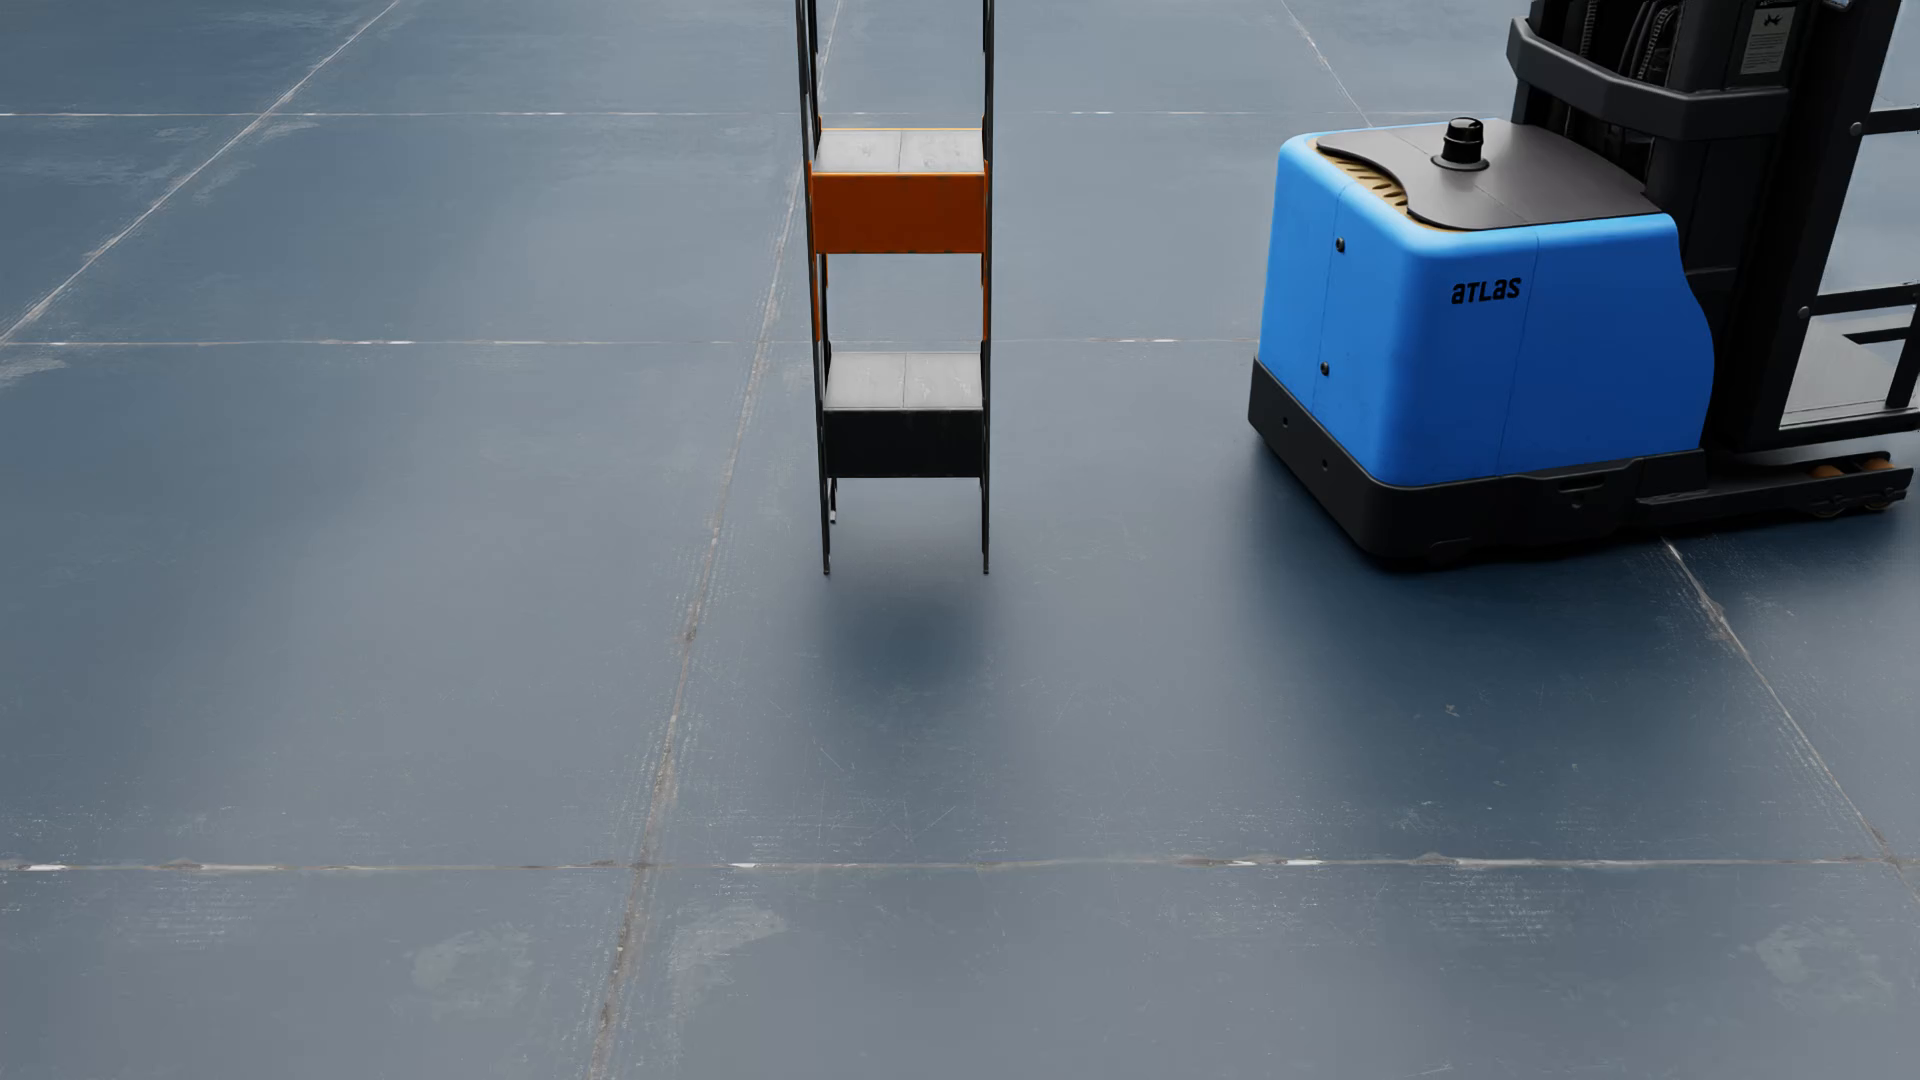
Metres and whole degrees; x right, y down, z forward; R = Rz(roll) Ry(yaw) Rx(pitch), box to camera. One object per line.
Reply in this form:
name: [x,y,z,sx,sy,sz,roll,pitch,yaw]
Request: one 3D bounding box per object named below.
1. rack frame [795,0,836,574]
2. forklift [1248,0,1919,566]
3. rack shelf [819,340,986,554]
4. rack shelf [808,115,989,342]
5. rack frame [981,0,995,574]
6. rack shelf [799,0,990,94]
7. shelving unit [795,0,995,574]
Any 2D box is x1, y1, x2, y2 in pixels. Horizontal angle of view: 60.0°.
rack frame: [-0.410,-0.896,4.703,0.015,2.100,0.400,0,31,0]
forklift: [2.579,-1.582,5.032,3.031,2.935,1.130,-8,32,-12]
rack shelf: [-0.166,-0.287,5.075,0.480,0.518,0.431,0,31,0]
rack shelf: [-0.166,-0.886,4.712,0.480,0.518,0.431,0,31,0]
rack frame: [0.078,-0.898,4.706,0.015,2.100,0.400,0,31,0]
rack shelf: [-0.166,-1.484,4.348,0.480,0.518,0.431,0,31,0]
shelving unit: [-0.166,-0.897,4.704,0.503,2.100,0.431,0,31,0]
